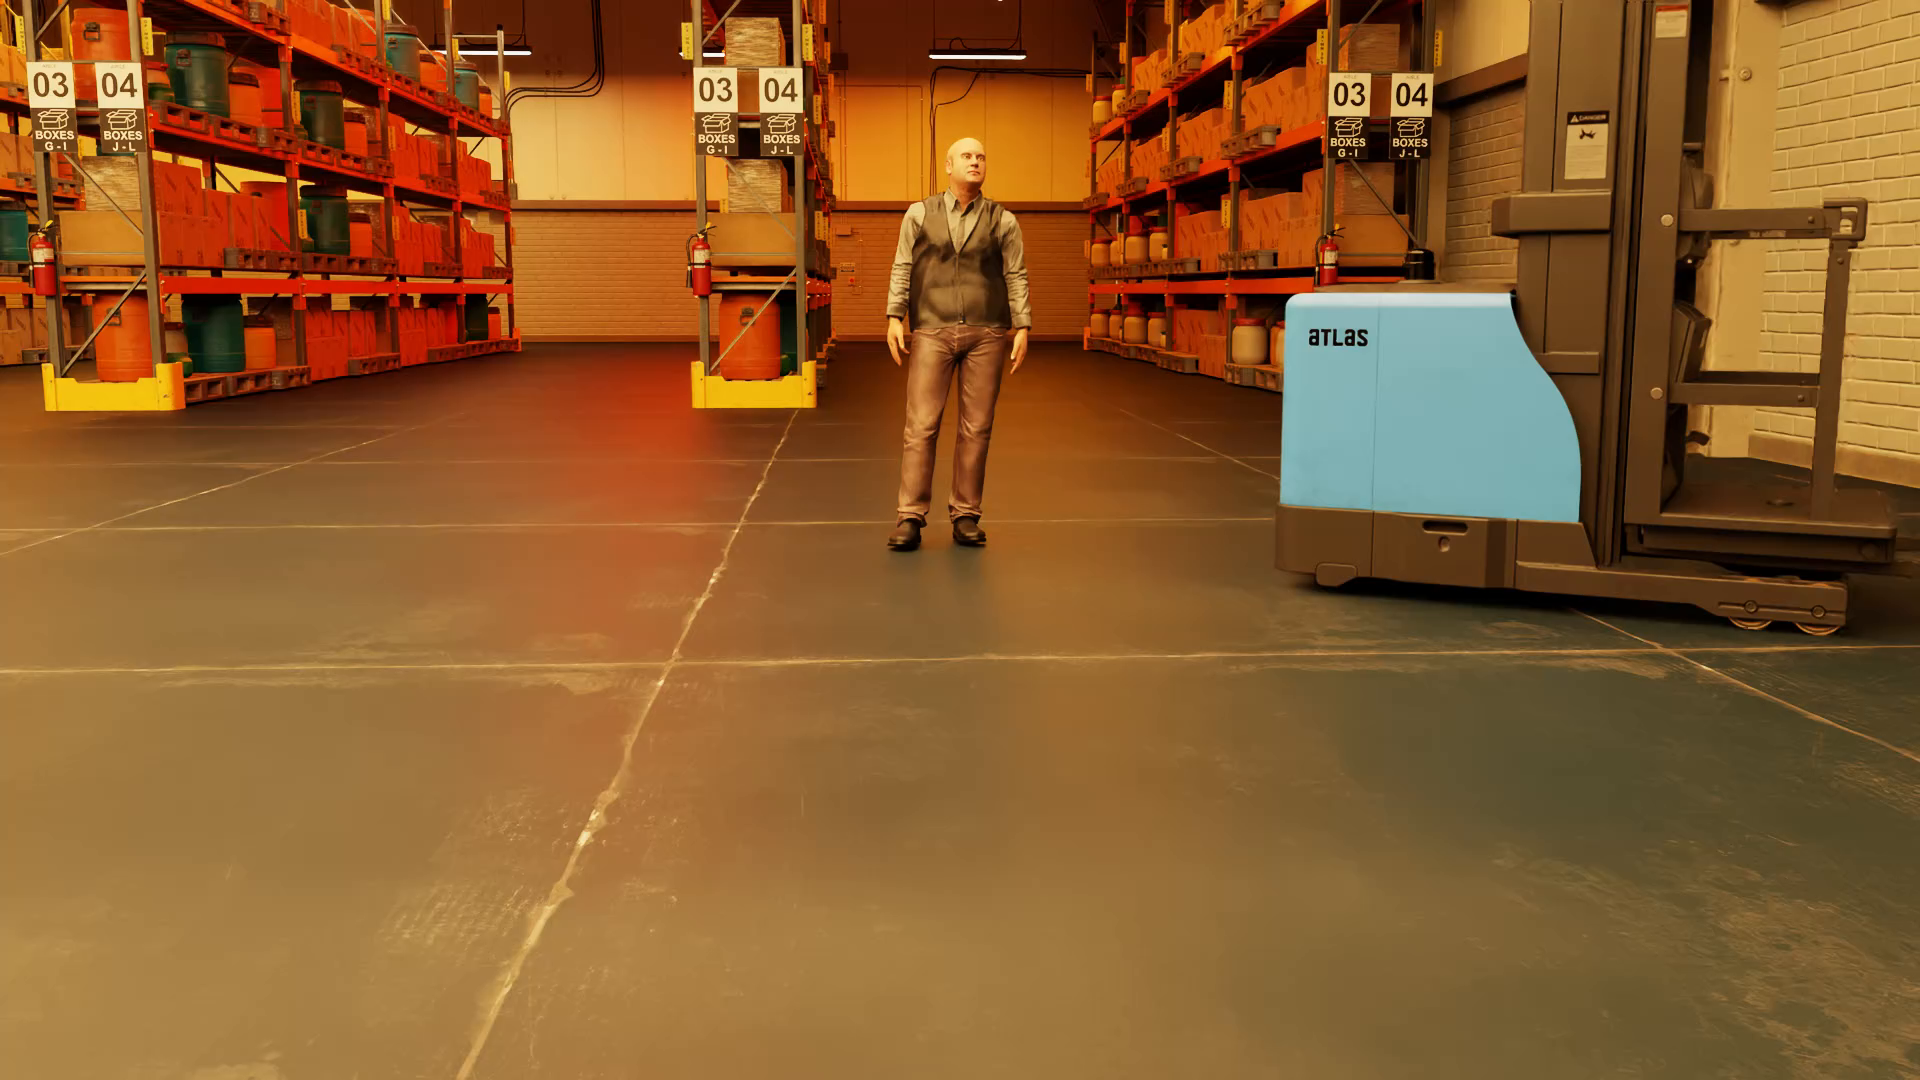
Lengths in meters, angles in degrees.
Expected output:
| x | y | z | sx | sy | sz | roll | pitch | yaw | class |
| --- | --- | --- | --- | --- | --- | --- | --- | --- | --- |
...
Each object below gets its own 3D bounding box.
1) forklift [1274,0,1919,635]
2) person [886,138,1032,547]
| x | y | z | sx | sy | sz | roll | pitch | yaw | class |
| --- | --- | --- | --- | --- | --- | --- | --- | --- | --- |
| 2.710 | -1.236 | 5.654 | 3.031 | 2.935 | 1.130 | 4 | 9 | 27 | forklift |
| -0.003 | -0.850 | 7.120 | 0.634 | 1.722 | 0.566 | -1 | 8 | -4 | person |
